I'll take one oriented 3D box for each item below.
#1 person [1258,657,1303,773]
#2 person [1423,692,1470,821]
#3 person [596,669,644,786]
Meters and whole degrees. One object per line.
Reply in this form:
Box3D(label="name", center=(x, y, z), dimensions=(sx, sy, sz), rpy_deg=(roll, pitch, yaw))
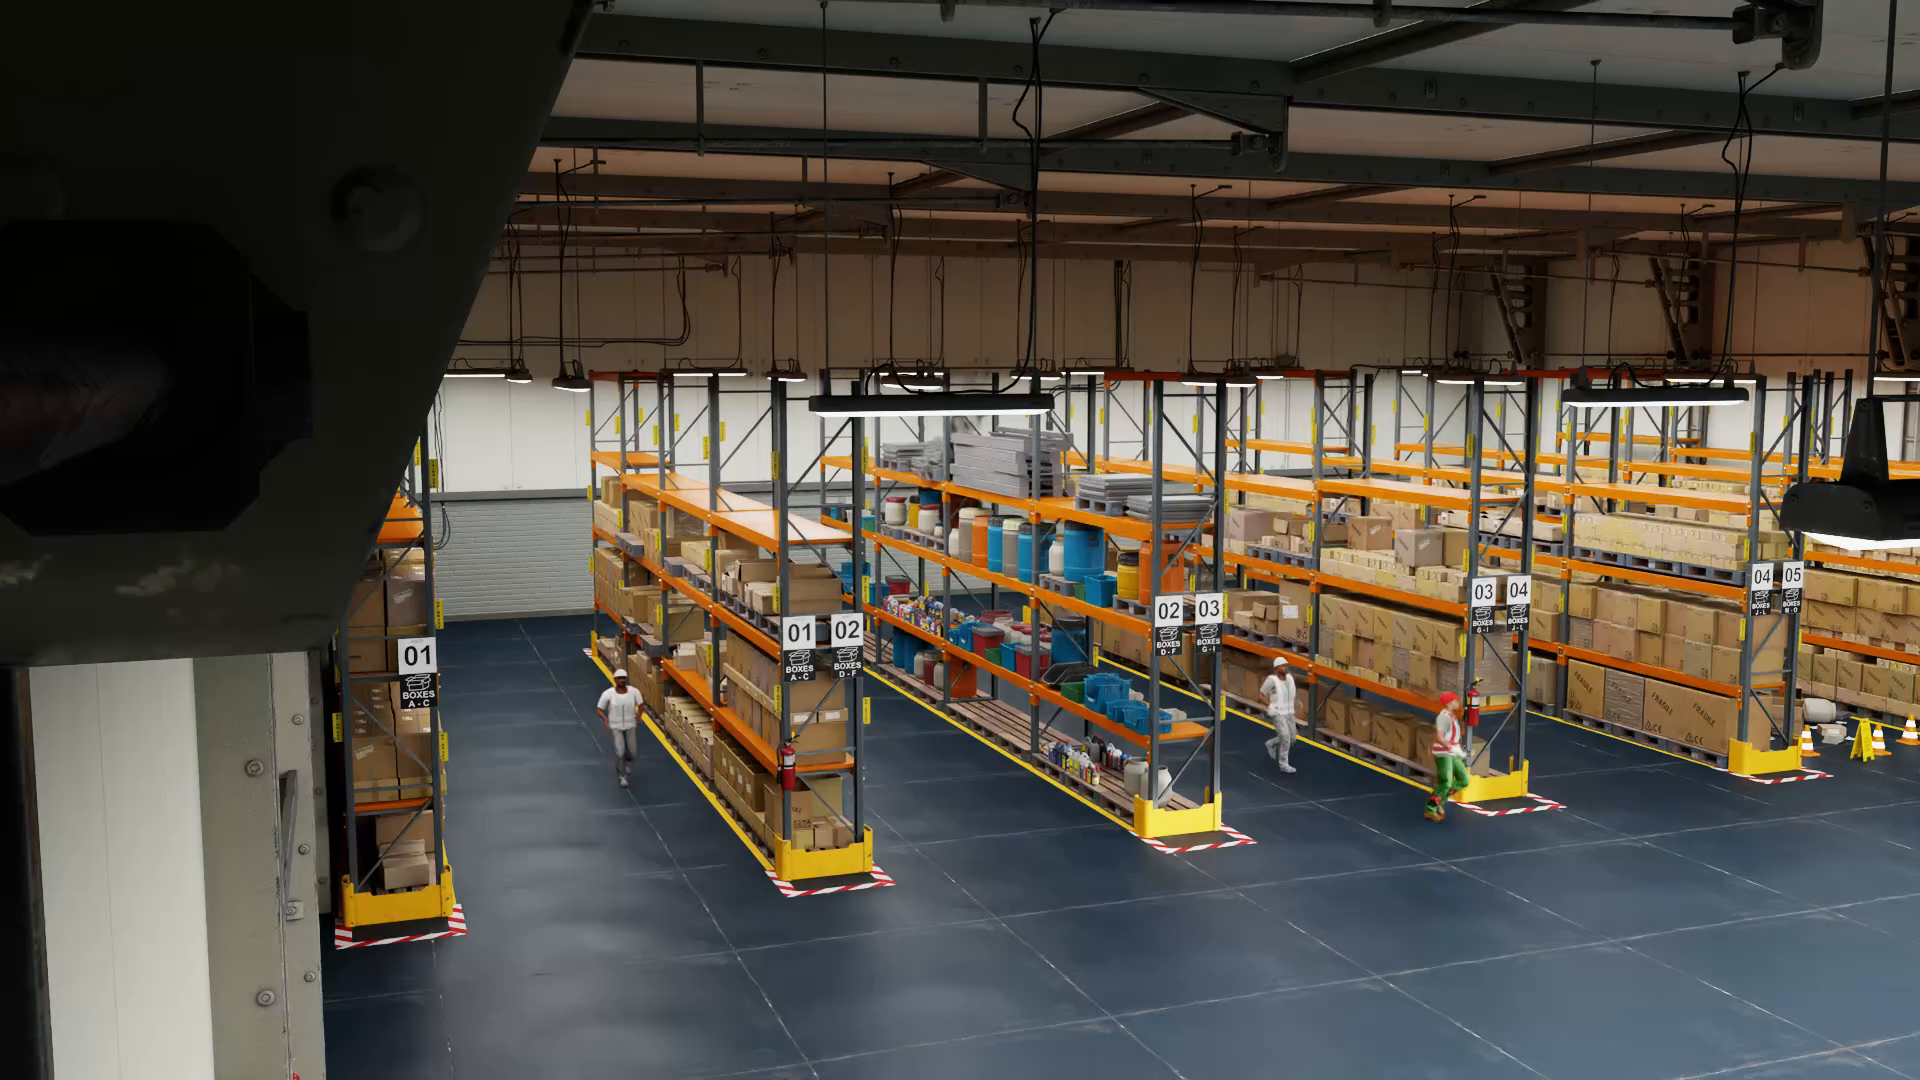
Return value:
Box3D(label="person", center=(4.872, 2.643, 25.346), dimensions=(0.689, 1.740, 0.747), rpy_deg=(-4, 8, -33))
Box3D(label="person", center=(6.682, 2.934, 22.701), dimensions=(0.551, 1.728, 0.693), rpy_deg=(4, 7, 30))
Box3D(label="person", center=(-4.988, 2.746, 24.502), dimensions=(0.698, 1.718, 0.610), rpy_deg=(-2, 7, -21))
